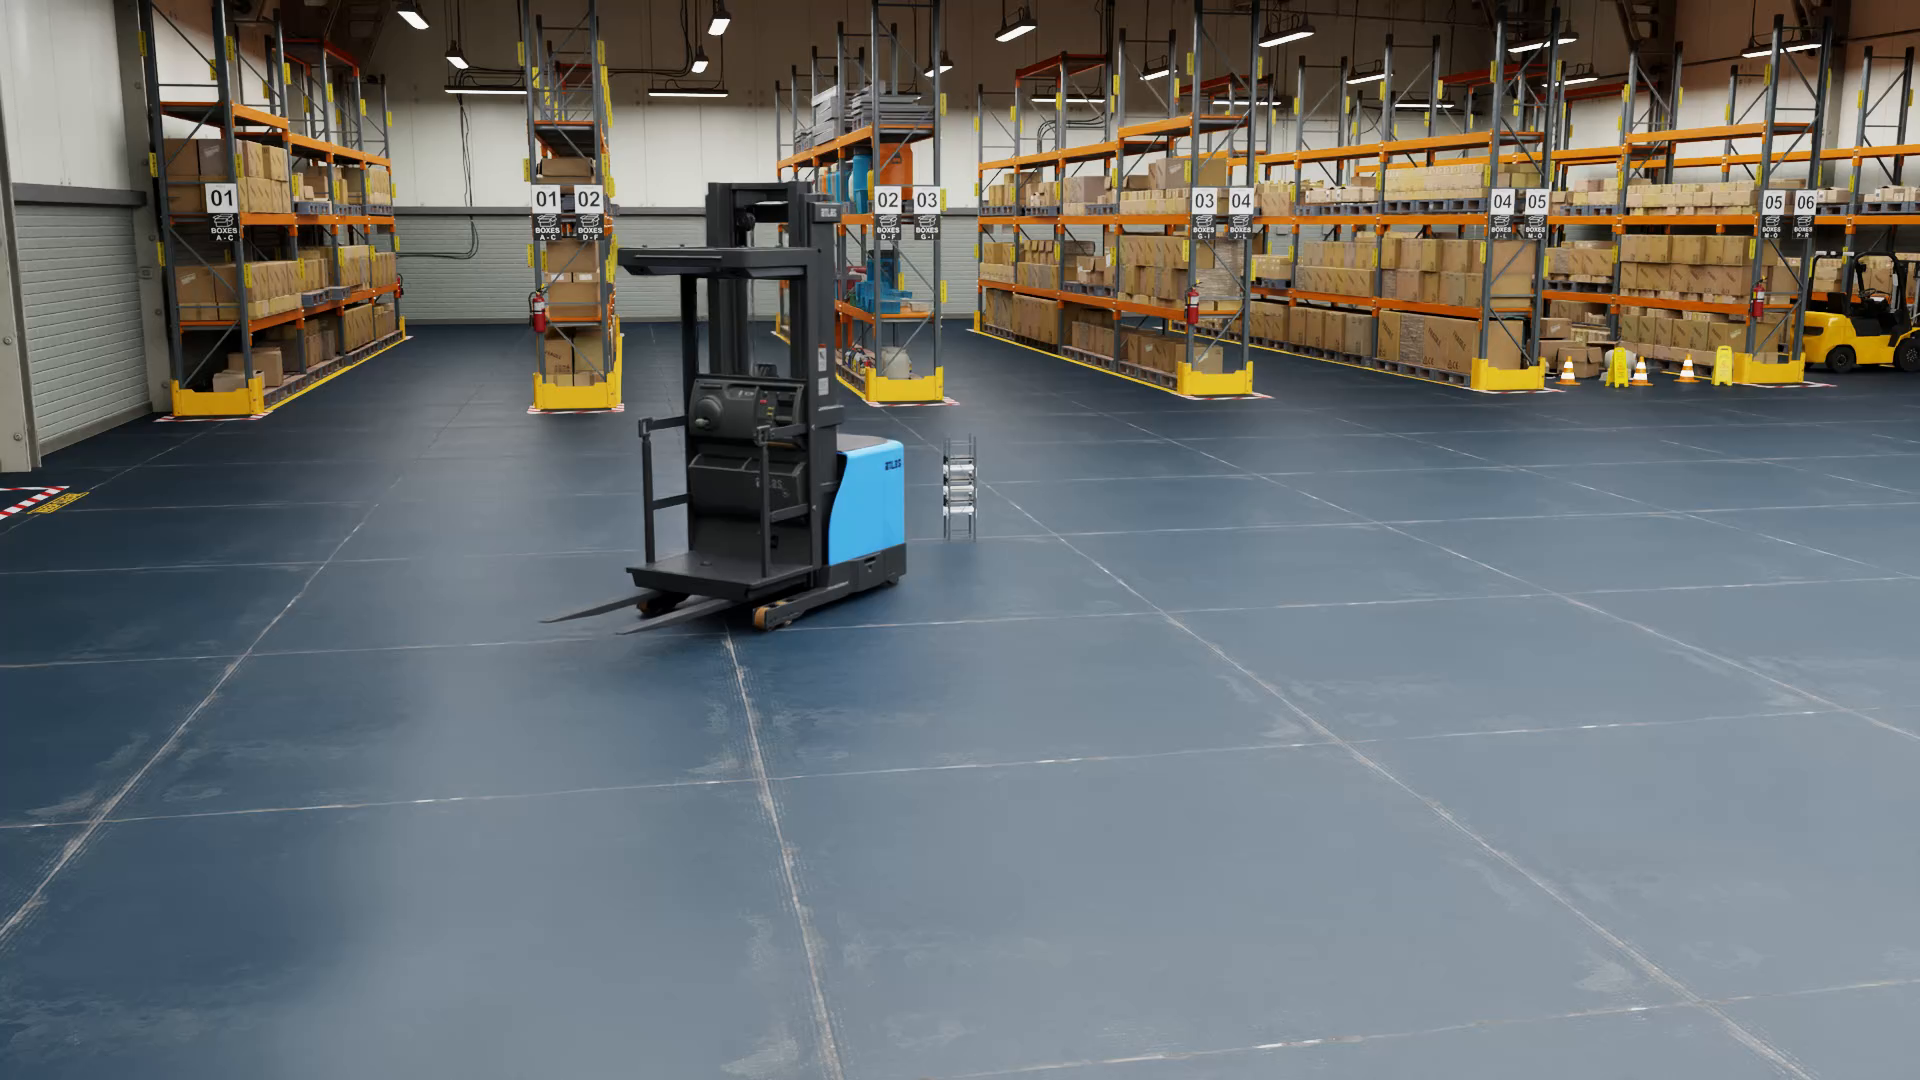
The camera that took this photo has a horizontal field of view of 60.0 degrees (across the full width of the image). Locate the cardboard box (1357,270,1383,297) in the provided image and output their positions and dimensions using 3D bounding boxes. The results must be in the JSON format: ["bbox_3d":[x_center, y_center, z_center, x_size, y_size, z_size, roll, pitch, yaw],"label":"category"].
[{"bbox_3d":[7.808,-4.825,31.256,0.500,0.500,0.500,-2,11,-11],"label":"cardboard box"}]

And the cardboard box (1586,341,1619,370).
[{"bbox_3d":[11.881,-3.416,30.798,0.500,0.500,0.500,6,12,28],"label":"cardboard box"}]

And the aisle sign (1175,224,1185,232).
[{"bbox_3d":[5.529,-8.170,42.147,0.394,0.787,0.004,-2,11,-11],"label":"aisle sign"}]

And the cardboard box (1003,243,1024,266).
[{"bbox_3d":[1.286,-6.603,38.464,0.500,0.500,0.500,-2,11,-10],"label":"cardboard box"}]

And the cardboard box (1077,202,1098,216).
[{"bbox_3d":[2.559,-6.378,32.061,0.500,0.250,0.500,-2,11,-10],"label":"cardboard box"}]

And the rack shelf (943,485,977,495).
[{"bbox_3d":[-0.002,-0.411,14.126,0.258,0.077,0.200,-2,11,-11],"label":"rack shelf"}]

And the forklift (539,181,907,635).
[{"bbox_3d":[-1.576,-0.930,11.246,1.130,2.935,3.031,6,12,29],"label":"forklift"}]

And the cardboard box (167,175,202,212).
[{"bbox_3d":[-10.841,-4.854,23.332,0.500,0.500,0.500,-1,11,-7],"label":"cardboard box"}]

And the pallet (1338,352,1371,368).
[{"bbox_3d":[7.947,-3.459,31.803,1.003,0.211,1.213,-2,11,-11],"label":"pallet"}]

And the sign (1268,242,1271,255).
[{"bbox_3d":[7.159,-6.747,38.524,0.100,0.325,0.005,-2,11,-11],"label":"sign"}]

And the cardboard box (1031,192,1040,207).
[{"bbox_3d":[1.856,-7.427,36.286,0.500,0.311,0.500,-3,11,-13],"label":"cardboard box"}]

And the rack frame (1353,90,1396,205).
[{"bbox_3d":[10.673,-10.036,42.859,1.000,3.000,0.127,-2,11,-11],"label":"rack frame"}]

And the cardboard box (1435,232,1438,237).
[{"bbox_3d":[11.579,-7.328,40.000,0.380,0.149,0.250,-2,11,-10],"label":"cardboard box"}]

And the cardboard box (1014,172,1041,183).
[{"bbox_3d":[1.554,-8.314,38.171,0.500,0.250,0.500,-3,11,-15],"label":"cardboard box"}]

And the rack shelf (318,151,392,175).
[{"bbox_3d":[-13.235,-8.219,36.304,1.077,0.370,4.000,-2,11,-11],"label":"rack shelf"}]

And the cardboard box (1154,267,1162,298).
[{"bbox_3d":[3.715,-4.272,27.556,0.875,0.500,0.500,-2,11,-11],"label":"cardboard box"}]

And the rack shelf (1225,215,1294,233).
[{"bbox_3d":[7.005,-6.910,36.382,1.077,0.370,4.000,-2,11,-11],"label":"rack shelf"}]

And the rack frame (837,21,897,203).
[{"bbox_3d":[-1.572,-7.295,28.456,1.000,3.000,0.127,-2,11,-11],"label":"rack frame"}]

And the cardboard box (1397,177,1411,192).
[{"bbox_3d":[8.092,-6.299,29.460,0.500,0.250,0.500,-2,11,-11],"label":"cardboard box"}]

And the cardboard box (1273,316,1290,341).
[{"bbox_3d":[7.009,-4.513,35.447,0.500,0.500,0.500,-2,11,-11],"label":"cardboard box"}]

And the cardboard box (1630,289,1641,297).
[{"bbox_3d":[12.854,-4.651,31.282,0.380,0.149,0.250,-2,11,-9],"label":"cardboard box"}]

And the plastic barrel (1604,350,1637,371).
[{"bbox_3d":[11.899,-3.213,29.944,0.512,0.421,0.421,6,12,28],"label":"plastic barrel"}]

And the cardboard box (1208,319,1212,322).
[{"bbox_3d":[6.108,-5.253,39.478,0.380,0.149,0.250,-3,11,-13],"label":"cardboard box"}]

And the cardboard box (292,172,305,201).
[{"bbox_3d":[-11.557,-6.046,28.526,0.500,0.500,0.500,-3,11,-13],"label":"cardboard box"}]

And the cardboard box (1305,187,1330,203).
[{"bbox_3d":[7.319,-6.968,33.608,0.500,0.311,0.500,-2,11,-11],"label":"cardboard box"}]

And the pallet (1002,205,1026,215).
[{"bbox_3d":[1.582,-7.576,38.190,1.003,0.211,1.213,-2,11,-11],"label":"pallet"}]

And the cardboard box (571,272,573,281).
[{"bbox_3d":[-5.967,-3.914,24.733,0.380,0.149,0.250,-2,11,-10],"label":"cardboard box"}]

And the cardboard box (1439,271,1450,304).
[{"bbox_3d":[8.719,-4.304,28.383,0.875,0.550,0.550,-2,11,-11],"label":"cardboard box"}]

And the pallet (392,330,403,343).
[{"bbox_3d":[-13.391,-4.675,38.193,1.003,0.211,1.213,-2,11,-11],"label":"pallet"}]

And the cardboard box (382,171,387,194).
[{"bbox_3d":[-13.127,-7.996,37.165,0.500,0.500,0.500,-2,11,-9],"label":"cardboard box"}]

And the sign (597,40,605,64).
[{"bbox_3d":[-5.108,-6.937,23.657,0.100,0.325,0.005,-2,11,-11],"label":"sign"}]

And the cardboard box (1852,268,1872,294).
[{"bbox_3d":[17.706,-5.028,32.322,0.500,0.500,0.500,-2,11,-13],"label":"cardboard box"}]

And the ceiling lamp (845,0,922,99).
[{"bbox_3d":[-1.957,-12.947,42.541,2.000,3.185,0.800,-2,11,-11],"label":"ceiling lamp"}]

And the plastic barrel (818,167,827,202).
[{"bbox_3d":[-2.403,-6.643,31.711,0.600,0.901,0.600,0,11,0],"label":"plastic barrel"}]

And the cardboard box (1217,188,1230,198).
[{"bbox_3d":[4.238,-5.449,26.115,0.380,0.149,0.250,-2,11,-11],"label":"cardboard box"}]

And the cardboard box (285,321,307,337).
[{"bbox_3d":[-11.643,-3.654,28.877,0.500,0.250,0.500,-2,11,-13],"label":"cardboard box"}]

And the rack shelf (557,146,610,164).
[{"bbox_3d":[-7.598,-7.666,33.400,1.077,0.370,4.000,-2,11,-11],"label":"rack shelf"}]

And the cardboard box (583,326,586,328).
[{"bbox_3d":[-7.621,-4.053,32.978,0.500,0.500,0.500,-2,11,-9],"label":"cardboard box"}]

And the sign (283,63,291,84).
[{"bbox_3d":[-10.754,-7.449,26.554,0.100,0.325,0.005,-2,11,-11],"label":"sign"}]

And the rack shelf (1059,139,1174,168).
[{"bbox_3d":[2.898,-7.292,31.434,1.077,0.370,4.000,-2,11,-11],"label":"rack shelf"}]

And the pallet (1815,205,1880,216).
[{"bbox_3d":[17.691,-6.610,33.394,0.805,0.209,1.217,-3,11,-13],"label":"pallet"}]

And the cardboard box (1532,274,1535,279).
[{"bbox_3d":[12.140,-5.533,34.795,0.380,0.149,0.250,-3,11,-15],"label":"cardboard box"}]

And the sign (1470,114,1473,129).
[{"bbox_3d":[11.981,-9.822,39.025,0.100,0.325,0.005,-2,11,-11],"label":"sign"}]

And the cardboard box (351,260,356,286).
[{"bbox_3d":[-12.099,-5.212,32.441,0.500,0.500,0.500,-2,11,-11],"label":"cardboard box"}]

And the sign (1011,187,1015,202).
[{"bbox_3d":[1.187,-7.741,37.228,0.100,0.325,0.005,-2,11,-11],"label":"sign"}]

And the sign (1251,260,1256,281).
[{"bbox_3d":[4.597,-4.239,26.132,0.100,0.325,0.005,-2,11,-11],"label":"sign"}]

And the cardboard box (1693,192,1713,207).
[{"bbox_3d":[13.219,-5.972,29.134,0.500,0.250,0.500,-2,11,-9],"label":"cardboard box"}]

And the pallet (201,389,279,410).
[{"bbox_3d":[-10.650,-2.048,24.393,1.003,0.211,1.213,-2,11,-11],"label":"pallet"}]

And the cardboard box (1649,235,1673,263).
[{"bbox_3d":[13.029,-5.299,30.275,0.700,0.500,0.500,-2,11,-12],"label":"cardboard box"}]

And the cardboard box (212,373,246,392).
[{"bbox_3d":[-10.558,-2.279,24.164,0.500,0.311,0.500,-3,11,-17],"label":"cardboard box"}]

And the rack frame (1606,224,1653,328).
[{"bbox_3d":[16.320,-6.537,40.518,1.000,3.000,0.127,-2,11,-11],"label":"rack frame"}]

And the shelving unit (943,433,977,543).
[{"bbox_3d":[-0.002,-0.444,14.120,0.258,0.900,0.210,-2,11,-11],"label":"shelving unit"}]
